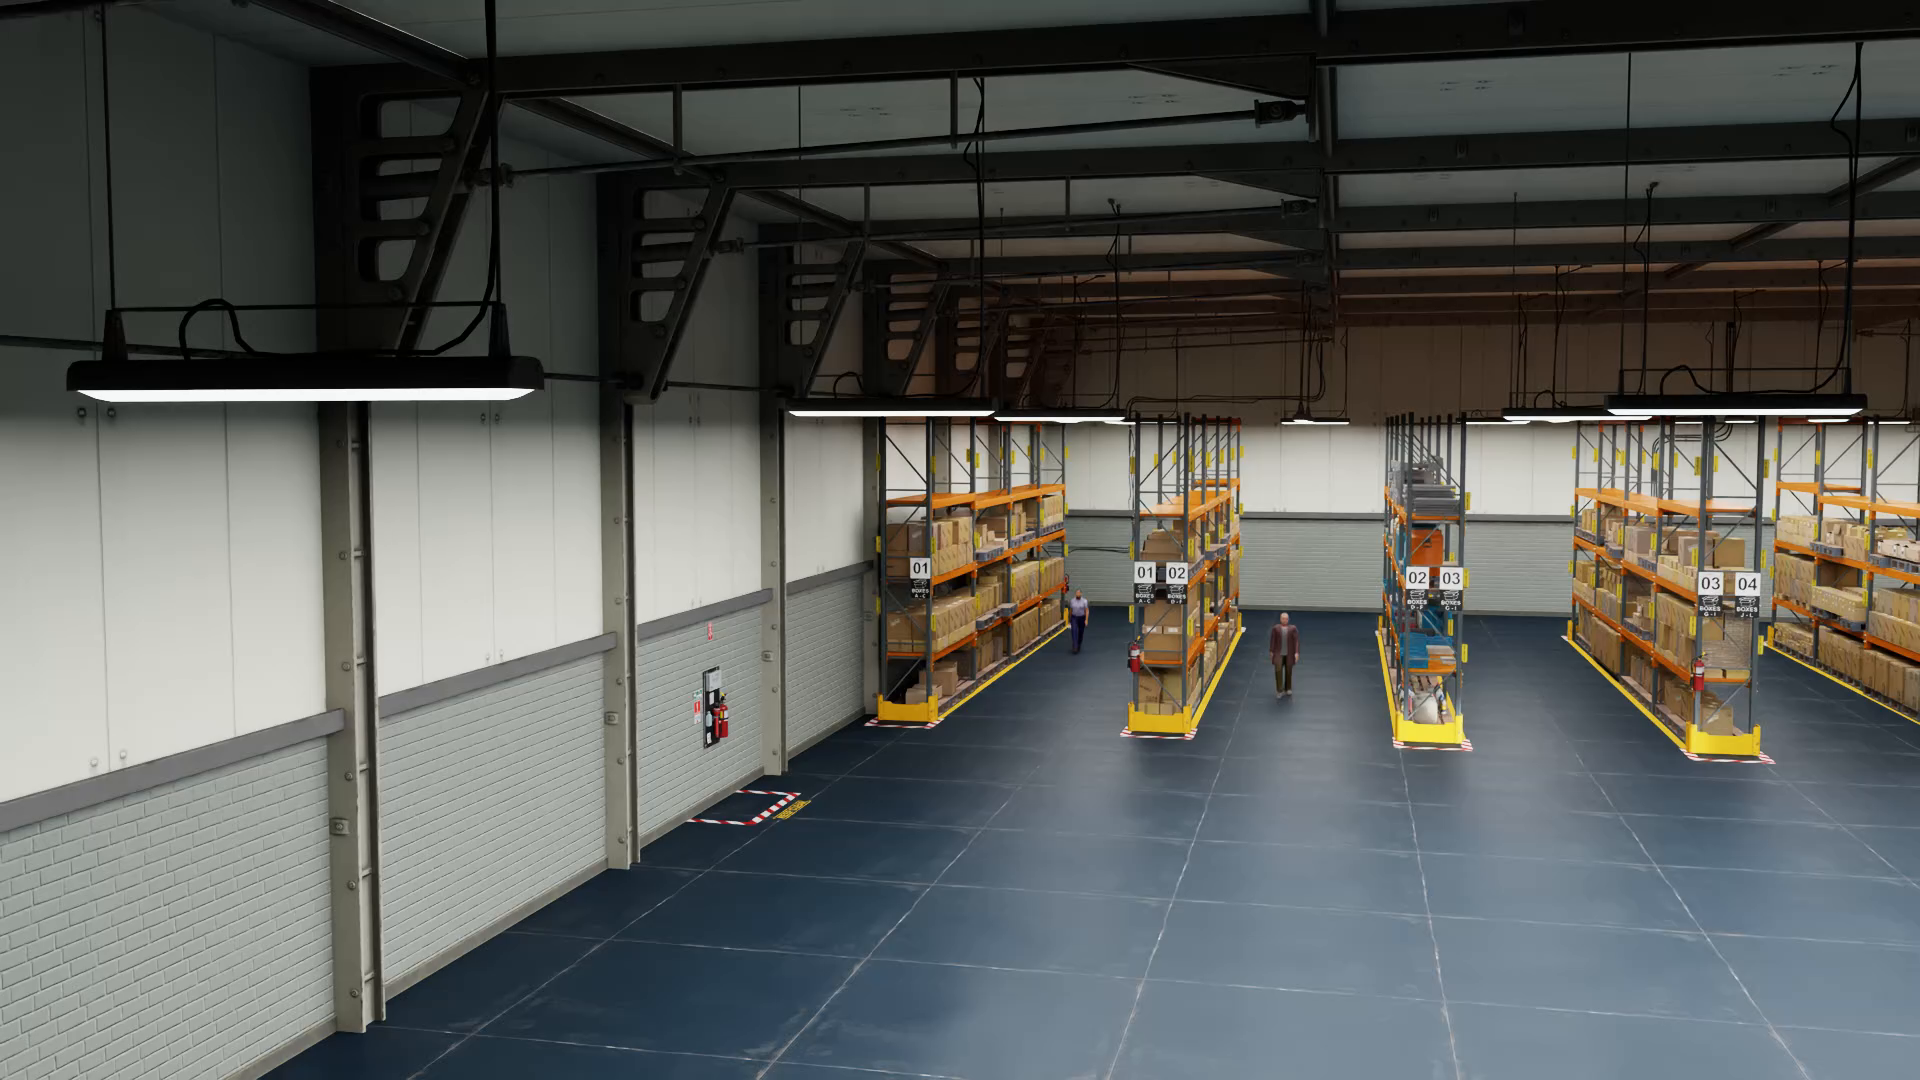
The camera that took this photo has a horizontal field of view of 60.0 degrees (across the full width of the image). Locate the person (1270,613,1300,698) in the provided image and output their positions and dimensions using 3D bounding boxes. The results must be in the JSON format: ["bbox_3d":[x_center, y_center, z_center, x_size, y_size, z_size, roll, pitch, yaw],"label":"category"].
[{"bbox_3d":[6.917,2.467,35.395,0.645,1.847,0.619,1,4,14],"label":"person"}]

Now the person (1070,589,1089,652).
[{"bbox_3d":[3.056,2.042,42.502,0.473,1.579,1.049,0,4,-2],"label":"person"}]
